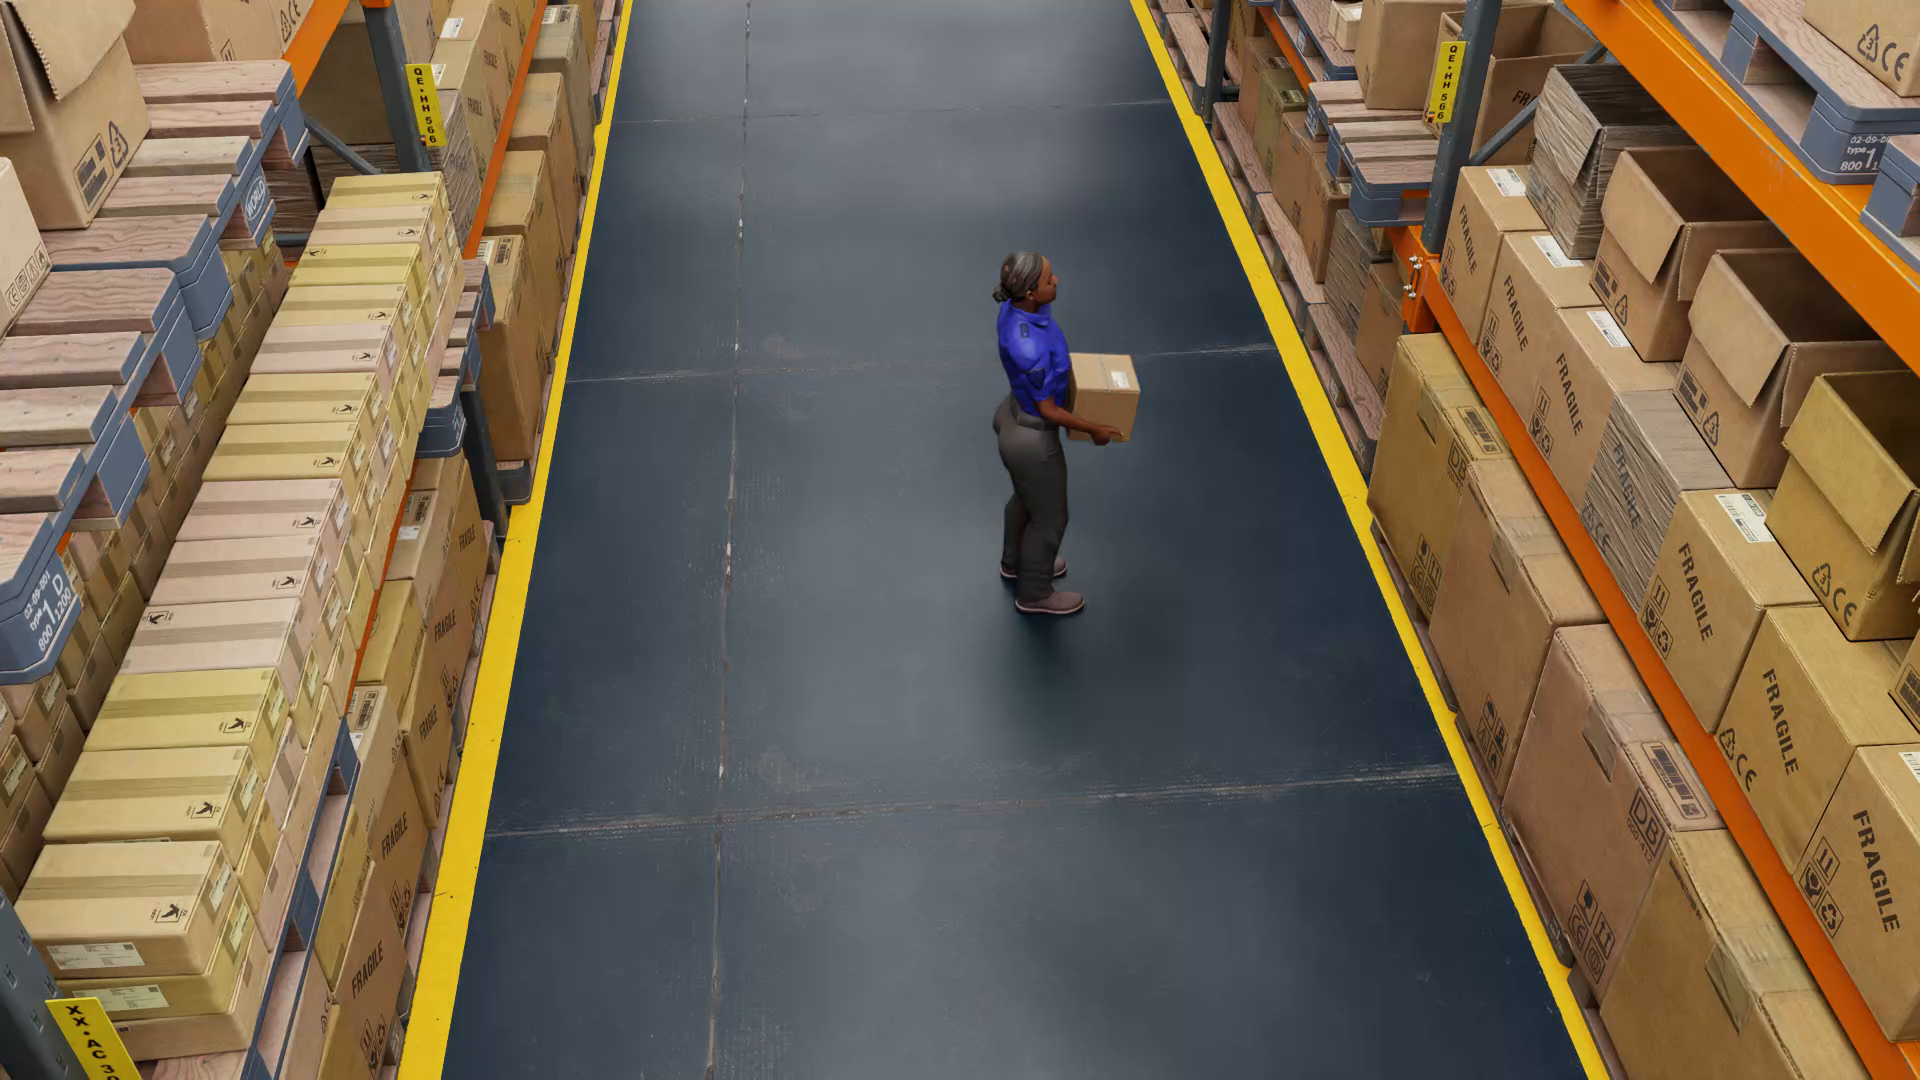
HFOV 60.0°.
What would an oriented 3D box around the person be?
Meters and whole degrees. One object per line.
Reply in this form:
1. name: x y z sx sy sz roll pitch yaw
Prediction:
1. person: 0.377 -0.426 6.682 0.508 1.651 0.455 -3 39 -4
